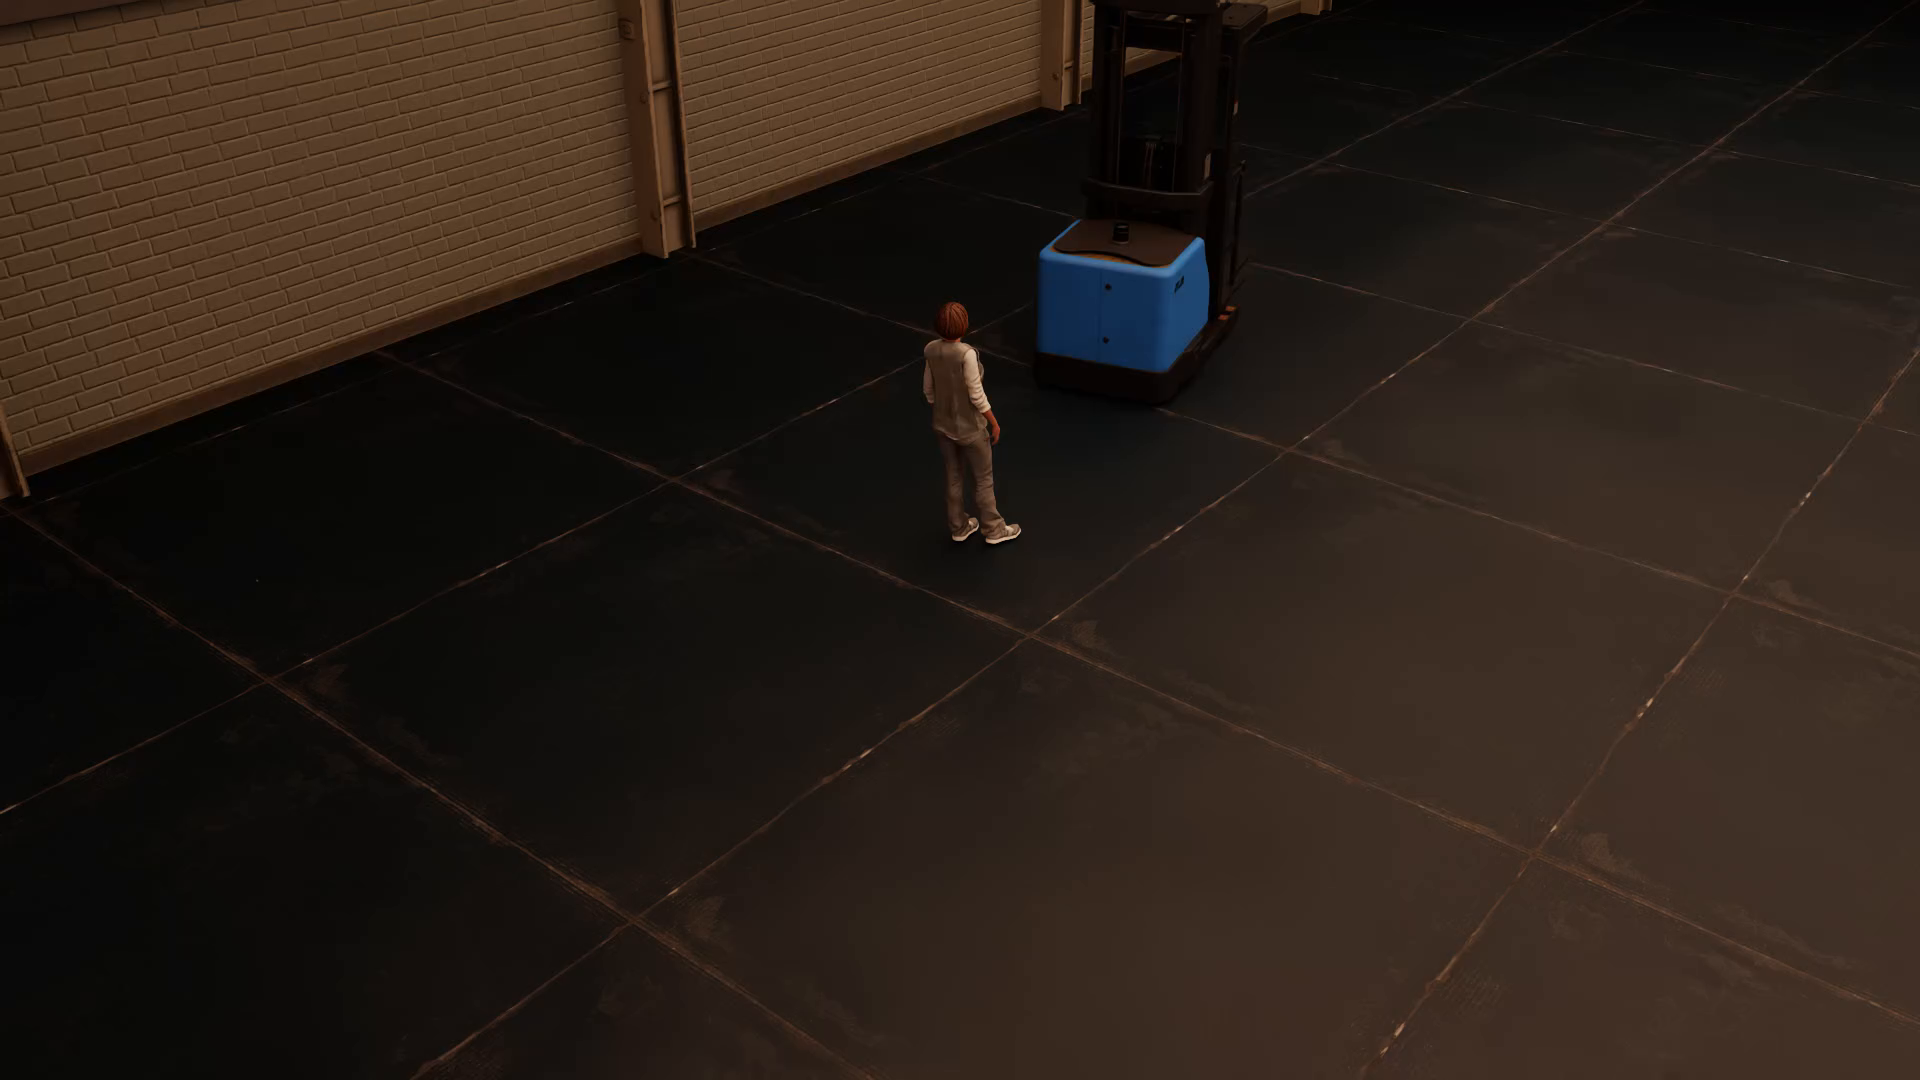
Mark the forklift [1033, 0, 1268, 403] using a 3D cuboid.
[{"bbox_3d":[1.615,-2.982,12.699,1.130,2.935,3.031,13,33,21],"label":"forklift"}]

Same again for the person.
[{"bbox_3d":[0.057,-0.720,10.135,0.520,1.597,0.475,22,37,33],"label":"person"}]
